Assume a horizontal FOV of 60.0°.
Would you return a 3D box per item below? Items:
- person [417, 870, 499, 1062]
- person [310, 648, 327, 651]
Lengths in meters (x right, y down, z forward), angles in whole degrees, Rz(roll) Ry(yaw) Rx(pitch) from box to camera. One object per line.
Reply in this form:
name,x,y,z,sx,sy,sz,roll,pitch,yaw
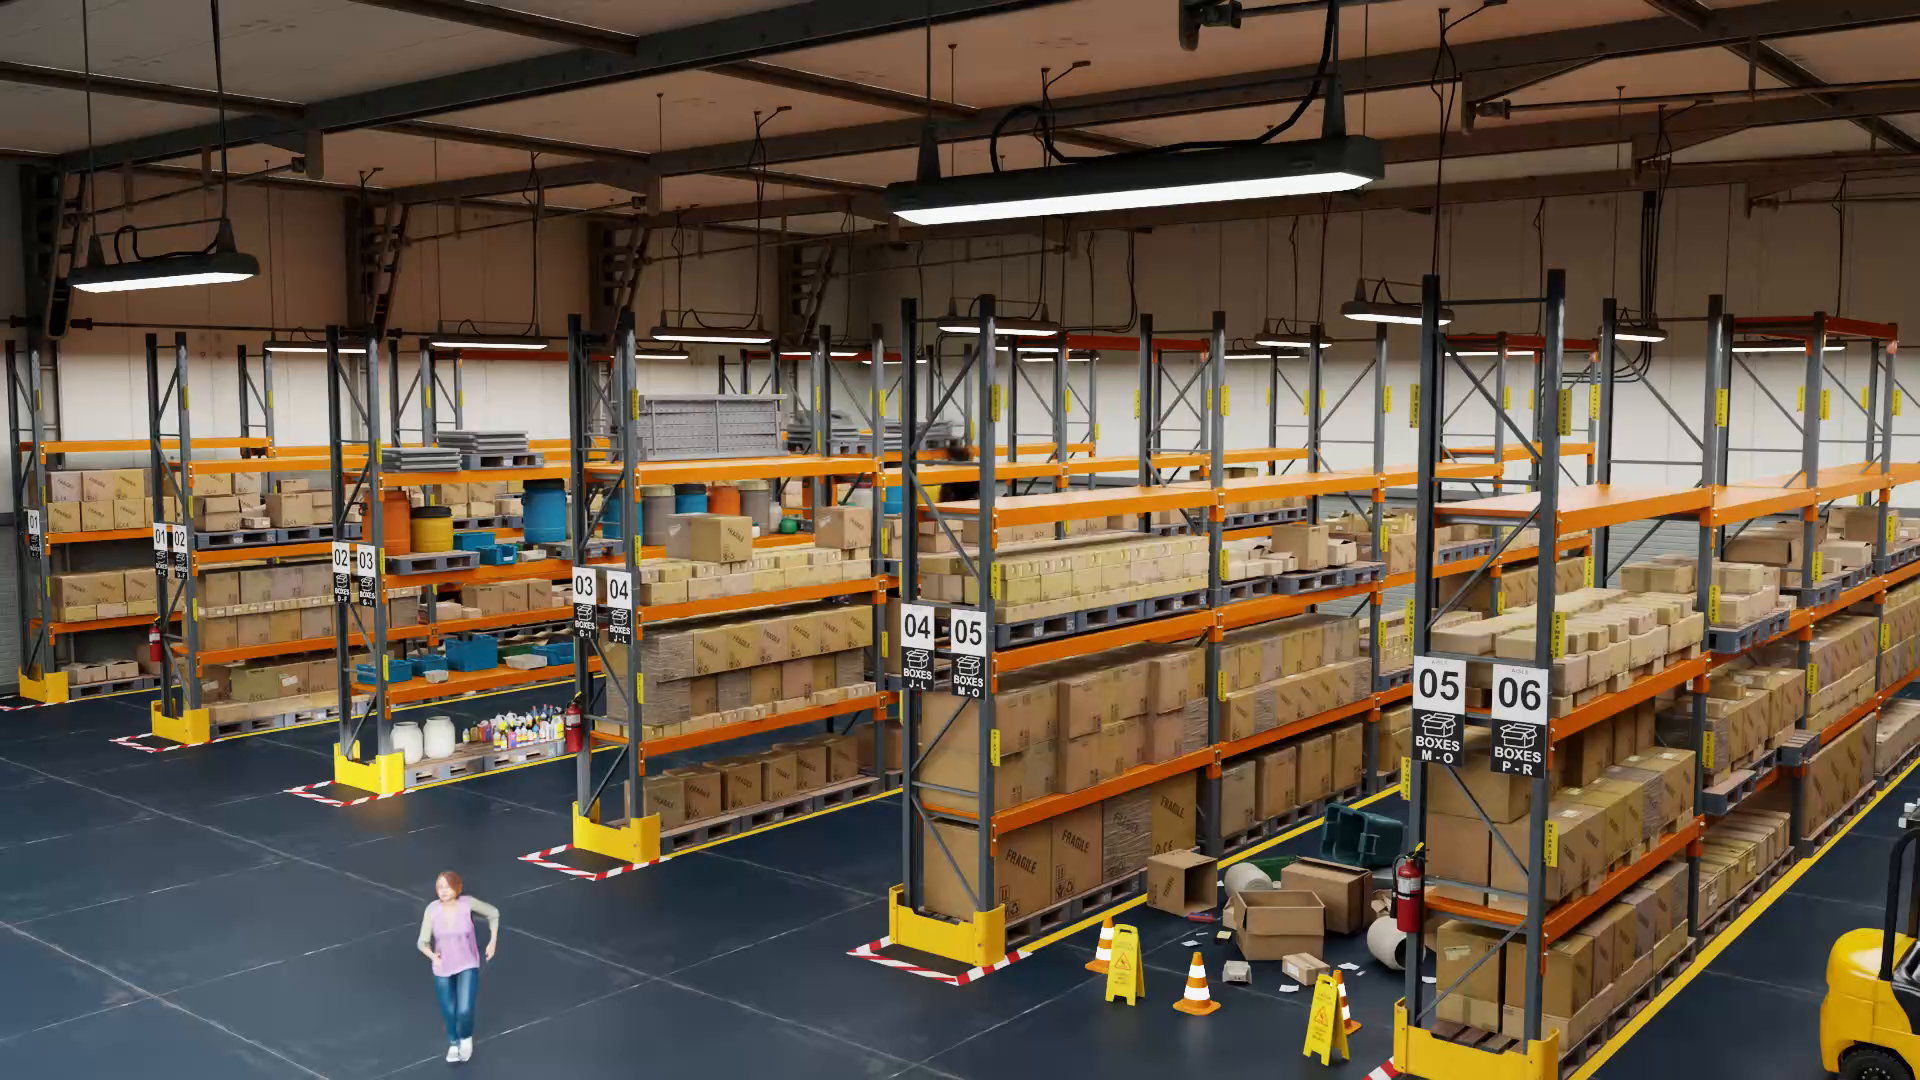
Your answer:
person,-3.789,3.250,12.554,0.560,1.555,0.745,-1,5,-6
person,-11.092,1.712,28.742,0.690,1.721,0.597,2,6,25
